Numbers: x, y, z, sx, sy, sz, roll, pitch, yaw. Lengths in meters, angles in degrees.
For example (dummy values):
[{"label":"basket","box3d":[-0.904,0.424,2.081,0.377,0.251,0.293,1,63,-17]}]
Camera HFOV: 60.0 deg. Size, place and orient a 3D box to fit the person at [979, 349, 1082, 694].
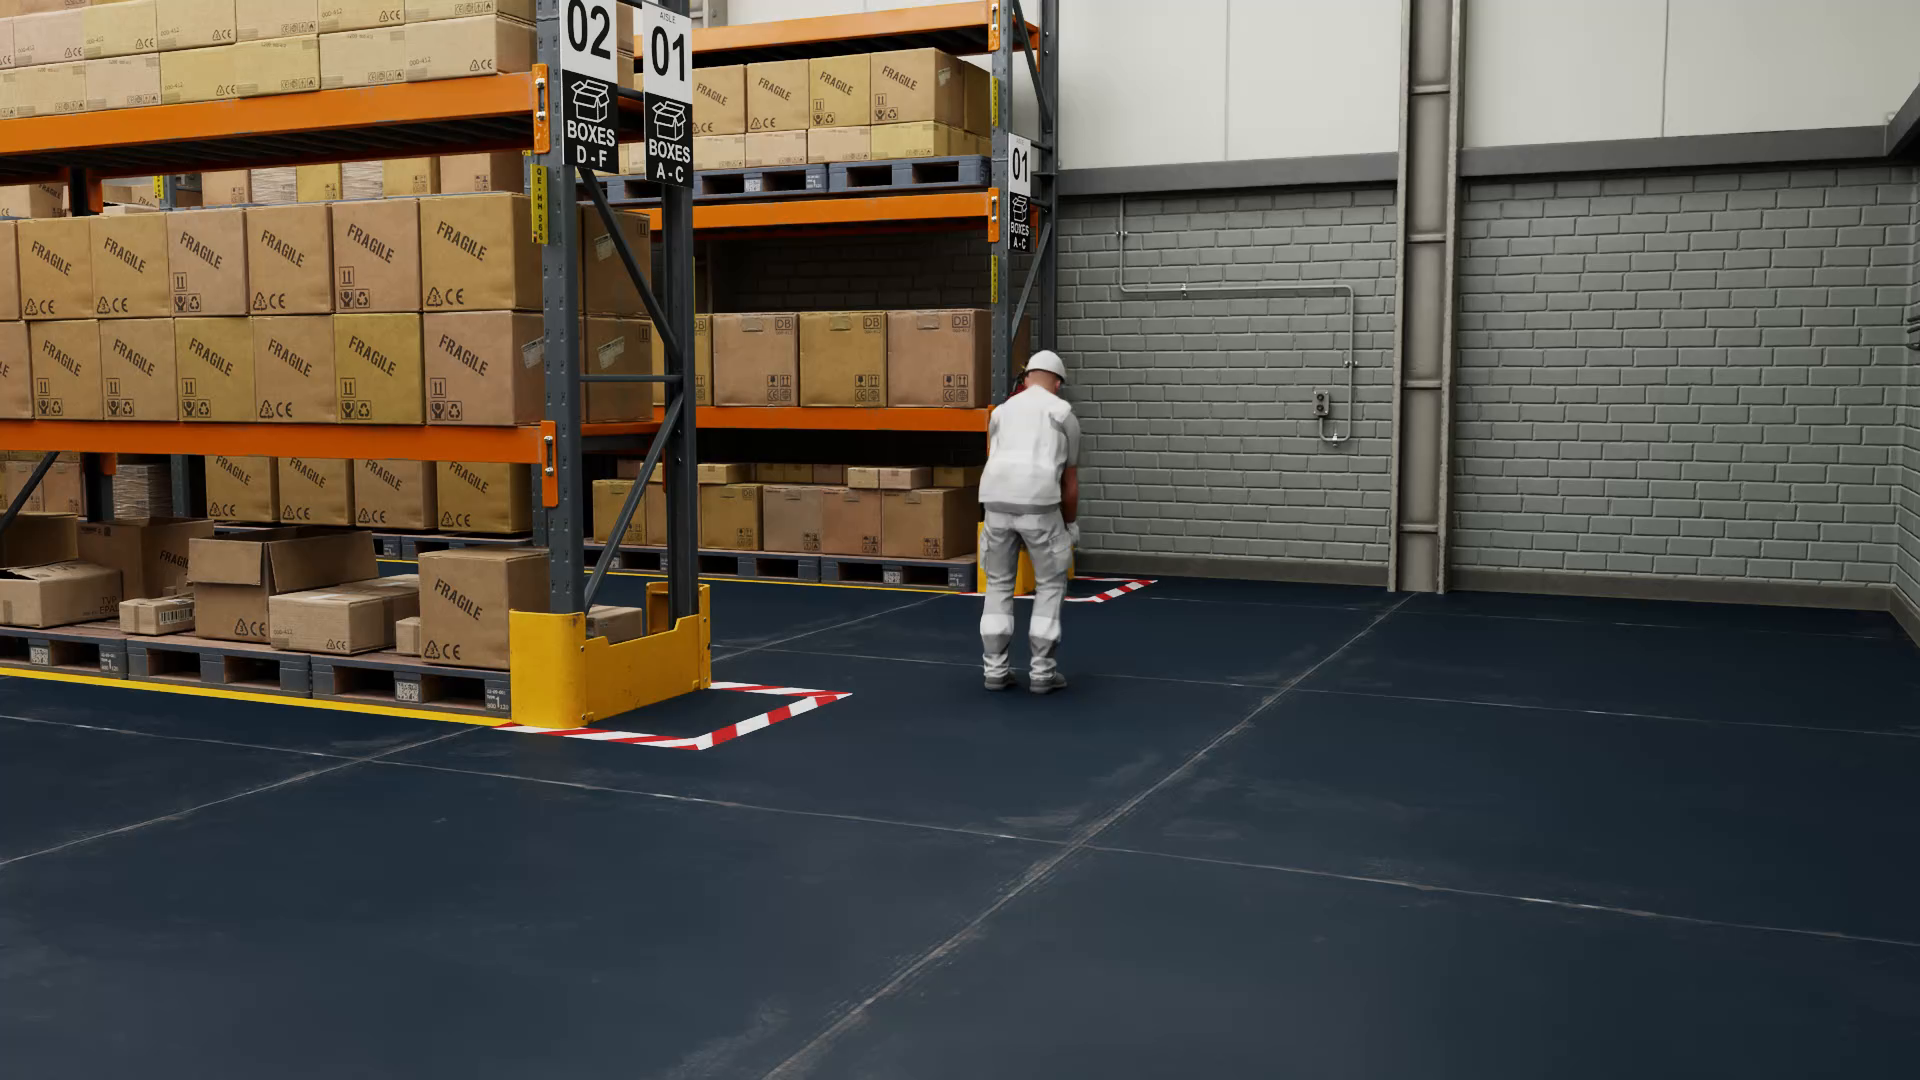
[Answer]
[{"label":"person","box3d":[0.357,-0.111,8.193,0.483,1.655,0.715,2,6,23]}]
